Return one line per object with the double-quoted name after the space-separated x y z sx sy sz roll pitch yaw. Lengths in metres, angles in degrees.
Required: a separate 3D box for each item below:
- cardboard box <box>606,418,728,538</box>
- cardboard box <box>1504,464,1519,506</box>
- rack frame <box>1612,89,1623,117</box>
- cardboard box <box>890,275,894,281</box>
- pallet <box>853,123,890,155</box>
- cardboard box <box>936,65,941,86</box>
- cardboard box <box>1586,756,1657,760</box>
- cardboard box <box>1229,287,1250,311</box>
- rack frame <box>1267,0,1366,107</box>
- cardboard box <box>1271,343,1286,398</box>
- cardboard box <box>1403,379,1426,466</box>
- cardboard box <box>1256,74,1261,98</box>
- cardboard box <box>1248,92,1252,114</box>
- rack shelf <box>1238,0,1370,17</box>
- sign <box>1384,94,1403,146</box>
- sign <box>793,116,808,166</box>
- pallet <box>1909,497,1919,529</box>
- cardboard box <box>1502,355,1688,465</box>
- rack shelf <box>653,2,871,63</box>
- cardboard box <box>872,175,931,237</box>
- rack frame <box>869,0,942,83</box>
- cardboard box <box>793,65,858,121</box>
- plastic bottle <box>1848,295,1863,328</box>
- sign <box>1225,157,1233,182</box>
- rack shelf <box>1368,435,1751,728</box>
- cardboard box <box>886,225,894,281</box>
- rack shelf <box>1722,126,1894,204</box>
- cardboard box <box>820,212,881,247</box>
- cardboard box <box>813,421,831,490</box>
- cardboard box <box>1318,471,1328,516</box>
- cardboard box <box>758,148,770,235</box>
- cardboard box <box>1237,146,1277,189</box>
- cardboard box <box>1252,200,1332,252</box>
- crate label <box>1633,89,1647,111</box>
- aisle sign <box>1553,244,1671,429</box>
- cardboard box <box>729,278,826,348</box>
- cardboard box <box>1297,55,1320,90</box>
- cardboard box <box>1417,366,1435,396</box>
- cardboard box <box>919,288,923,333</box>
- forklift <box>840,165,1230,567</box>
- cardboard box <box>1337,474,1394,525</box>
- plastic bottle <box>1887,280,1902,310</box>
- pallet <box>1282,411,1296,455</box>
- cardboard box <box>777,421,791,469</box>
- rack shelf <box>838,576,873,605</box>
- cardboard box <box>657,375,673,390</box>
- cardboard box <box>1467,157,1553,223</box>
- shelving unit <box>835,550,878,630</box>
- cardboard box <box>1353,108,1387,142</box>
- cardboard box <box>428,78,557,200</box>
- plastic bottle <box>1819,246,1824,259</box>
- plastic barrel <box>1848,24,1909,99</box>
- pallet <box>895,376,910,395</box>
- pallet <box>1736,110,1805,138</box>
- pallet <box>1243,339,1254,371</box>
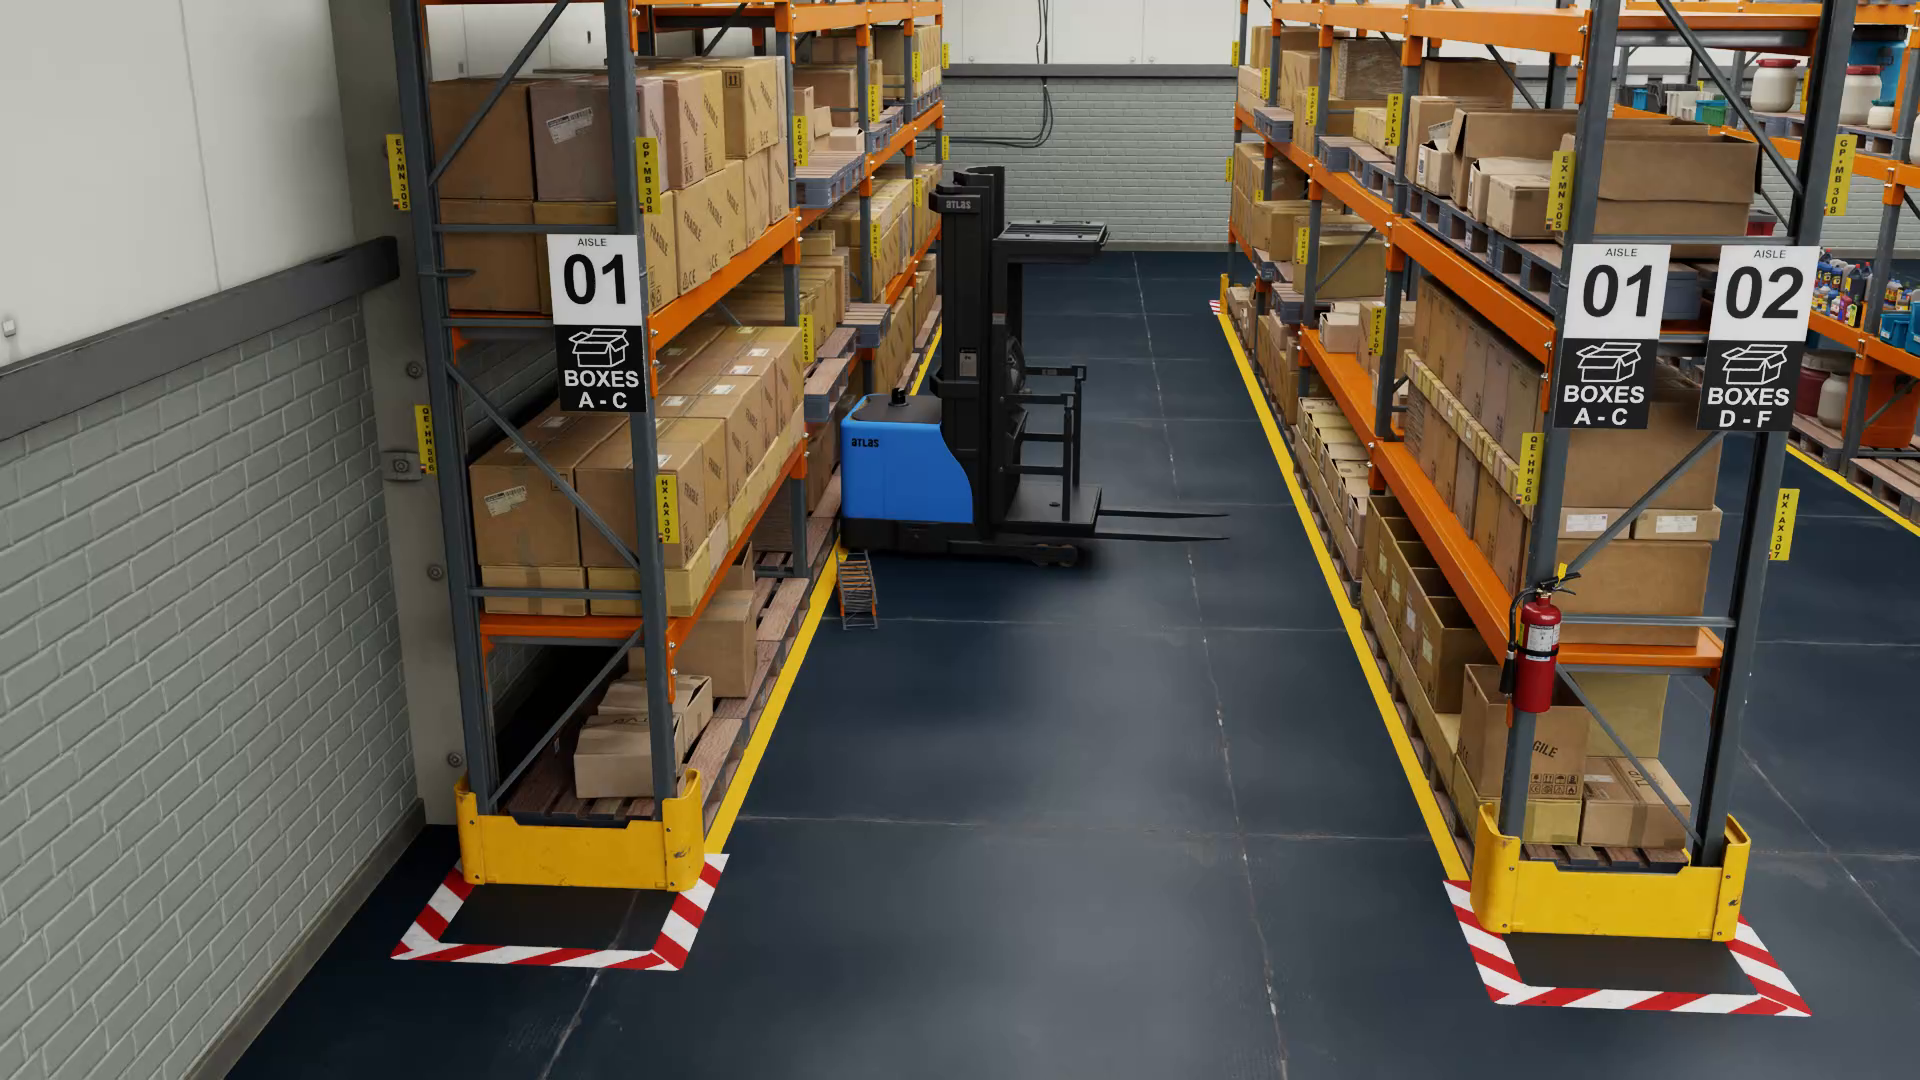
-1.510 -0.331 8.621 0.500 0.500 0.500 1 18 4 "cardboard box"
2.925 -0.272 8.233 0.380 0.149 0.250 1 18 3 "cardboard box"
9.139 -4.490 22.308 1.000 3.000 0.127 1 18 4 "rack frame"
-0.906 -2.854 17.687 0.380 0.149 0.250 1 18 2 "cardboard box"
-1.323 -3.763 15.577 1.213 0.211 1.003 2 18 6 "pallet"
-0.530 -6.079 21.746 0.500 0.250 0.500 2 18 6 "cardboard box"
3.344 1.158 8.814 0.500 0.250 0.500 1 18 4 "cardboard box"
3.841 -3.186 22.039 0.500 0.250 0.500 1 18 4 "cardboard box"
3.912 -6.210 17.924 1.000 3.000 0.127 1 18 4 "rack frame"
3.527 -1.758 17.278 0.500 0.500 0.500 1 18 2 "cardboard box"
3.313 -0.784 10.839 0.700 0.500 0.500 1 18 2 "cardboard box"
3.715 -5.263 19.289 0.500 0.250 0.500 1 18 4 "cardboard box"
3.796 -5.336 20.314 0.500 0.250 0.500 1 18 4 "cardboard box"
4.055 -6.488 19.932 1.077 0.370 4.000 1 18 4 "rack shelf"
2.796 -2.704 10.706 0.100 0.325 0.005 1 18 4 "sign"
-1.061 -2.645 11.032 0.100 0.325 0.005 1 18 4 "sign"
8.381 -0.063 13.275 1.003 0.211 1.213 1 18 4 "pallet"
3.134 -0.621 8.257 0.700 0.500 0.500 1 18 2 "cardboard box"
-1.459 -3.924 12.745 1.077 0.370 4.000 1 18 4 "rack shelf"
-0.874 -4.232 21.040 0.980 0.700 0.700 0 18 1 "cardboard box"
-0.743 -7.562 22.049 1.000 3.000 0.127 1 18 4 "rack frame"
-1.300 -4.398 16.342 0.700 0.500 0.500 2 18 7 "cardboard box"
8.169 -2.085 15.156 0.061 0.283 0.133 1 18 4 "plastic bottle"
3.657 -5.025 22.551 0.100 0.325 0.005 1 18 4 "sign"
3.195 0.088 9.491 1.077 0.370 4.000 1 18 4 "rack shelf"
-0.943 -2.886 16.744 0.500 0.500 0.500 1 18 4 "cardboard box"
8.709 -3.710 16.266 1.077 0.370 4.000 1 18 4 "rack shelf"
-1.024 -2.925 15.659 0.500 0.250 0.500 2 18 5 "cardboard box"
-1.476 -0.711 14.082 0.700 0.500 0.500 1 18 4 "cardboard box"
3.191 -0.377 13.497 0.500 0.250 0.500 2 18 5 "cardboard box"
-1.441 -2.147 10.149 0.500 0.500 0.500 0 18 -1 "cardboard box"
3.874 -4.830 21.579 0.500 0.500 0.500 1 18 4 "cardboard box"
3.655 -3.464 18.343 0.700 0.500 0.500 -5 19 -15 "cardboard box"
8.751 -5.565 21.012 0.408 0.251 0.502 1 18 4 "crate label"
2.754 -0.854 7.037 0.394 0.787 0.004 1 18 4 "aisle sign"
-1.469 -1.777 13.161 0.700 0.500 0.500 4 19 11 "cardboard box"
3.709 -4.510 16.557 0.600 0.600 0.600 1 18 2 "cardboard box"
3.091 -0.993 10.434 0.380 0.149 0.250 1 18 2 "cardboard box"
-0.834 -2.866 20.693 0.700 0.500 0.500 1 18 3 "cardboard box"
0.618 -1.365 12.881 3.031 2.935 1.130 3 18 8 "forklift"
3.113 -0.328 12.448 0.500 0.311 0.500 2 18 5 "cardboard box"
9.014 -2.363 16.025 0.097 0.271 0.097 0 18 0 "plastic bottle"
3.716 -1.023 16.206 1.003 0.211 1.213 1 18 4 "pallet"
-1.378 -0.614 10.688 0.500 0.250 0.500 1 18 4 "cardboard box"
-0.751 0.362 12.002 0.258 0.180 0.103 -2 18 -6 "rack shelf"
-1.953 -0.661 9.627 0.500 0.500 0.500 2 18 5 "cardboard box"
2.911 -1.818 8.580 0.500 0.311 0.500 3 18 10 "cardboard box"
-0.756 0.349 12.044 0.258 0.189 1.200 -2 18 -6 "shelving unit"
3.649 -3.529 14.124 0.500 0.250 0.500 0 18 0 "cardboard box"
-2.119 -1.839 7.603 0.500 0.500 0.500 2 18 6 "cardboard box"
9.113 -2.931 17.631 0.144 0.351 0.185 1 18 4 "plastic bottle"
8.882 -4.577 16.278 0.600 0.901 0.708 1 18 4 "plastic barrel"
-1.094 -1.522 17.730 1.003 0.211 1.213 1 18 4 "pallet"
8.893 -4.338 17.330 1.213 0.211 1.003 1 18 4 "pallet"
3.962 -2.247 19.943 1.003 0.211 1.213 1 18 4 "pallet"
